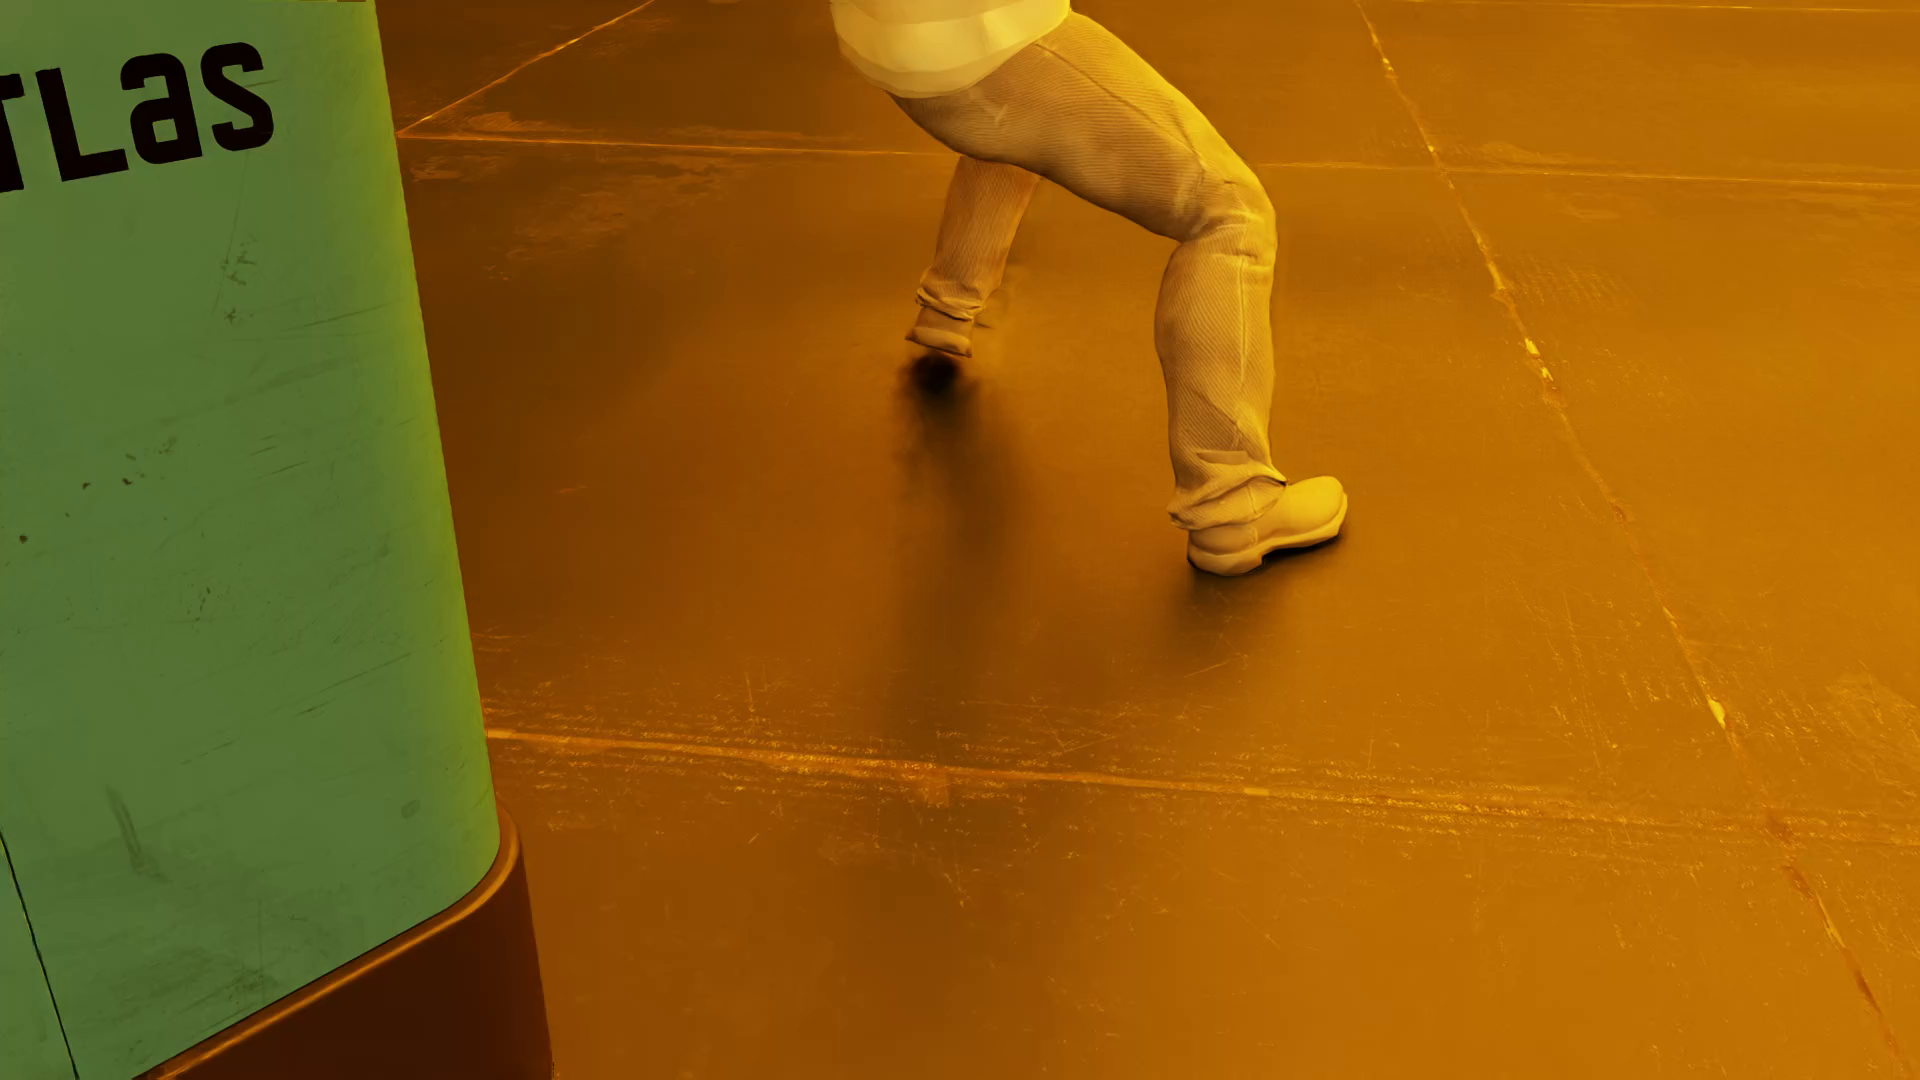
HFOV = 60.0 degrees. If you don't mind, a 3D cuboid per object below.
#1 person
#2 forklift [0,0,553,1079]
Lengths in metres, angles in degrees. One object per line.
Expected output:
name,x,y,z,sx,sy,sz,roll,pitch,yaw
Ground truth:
person,0.183,-0.850,2.494,0.756,1.534,1.072,-10,28,-20
forklift,-1.711,-0.444,0.106,1.130,2.935,3.031,22,34,37
